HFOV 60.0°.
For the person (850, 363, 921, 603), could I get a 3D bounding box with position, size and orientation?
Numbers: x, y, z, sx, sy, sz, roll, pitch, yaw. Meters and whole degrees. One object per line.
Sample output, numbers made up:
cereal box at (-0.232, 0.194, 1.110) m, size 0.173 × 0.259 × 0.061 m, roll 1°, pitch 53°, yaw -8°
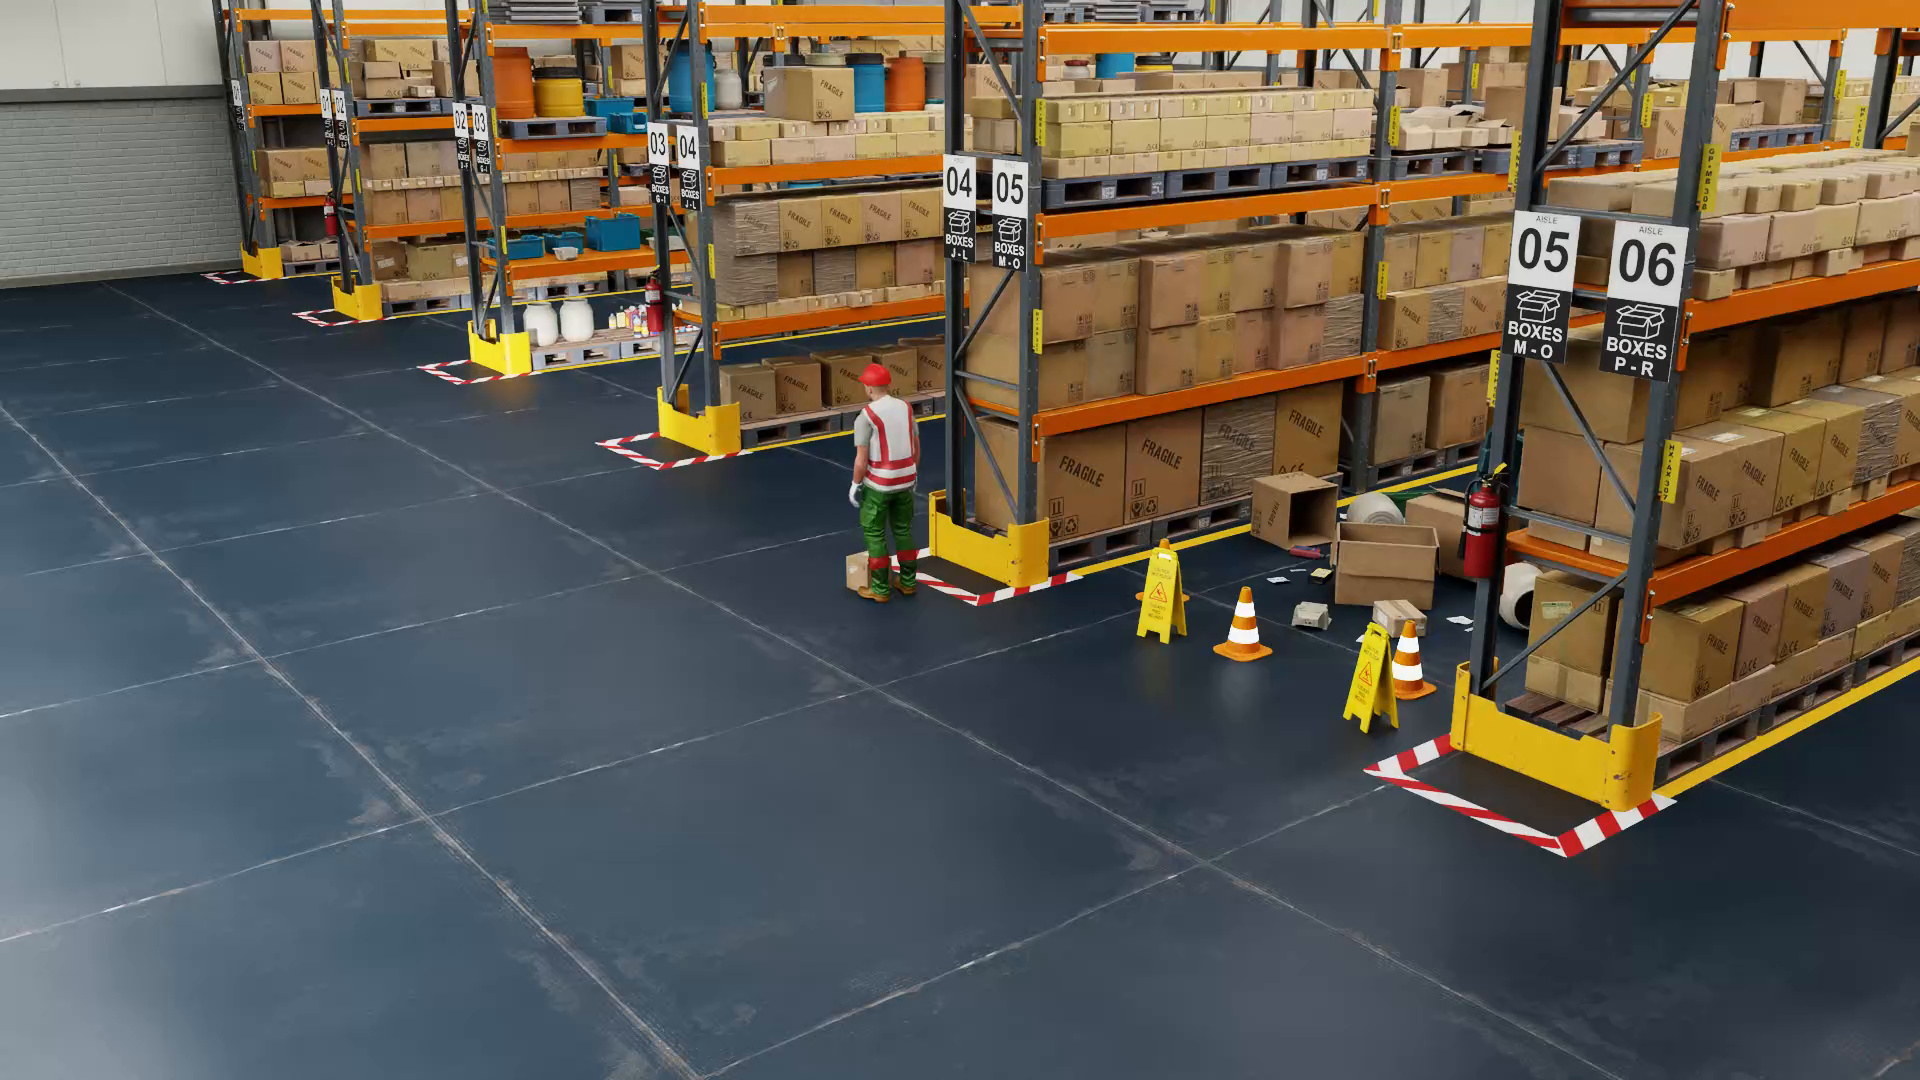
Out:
person at (-0.558, -0.428, 12.381) m, size 0.607 × 1.779 × 0.452 m, roll -13°, pitch 22°, yaw -36°
